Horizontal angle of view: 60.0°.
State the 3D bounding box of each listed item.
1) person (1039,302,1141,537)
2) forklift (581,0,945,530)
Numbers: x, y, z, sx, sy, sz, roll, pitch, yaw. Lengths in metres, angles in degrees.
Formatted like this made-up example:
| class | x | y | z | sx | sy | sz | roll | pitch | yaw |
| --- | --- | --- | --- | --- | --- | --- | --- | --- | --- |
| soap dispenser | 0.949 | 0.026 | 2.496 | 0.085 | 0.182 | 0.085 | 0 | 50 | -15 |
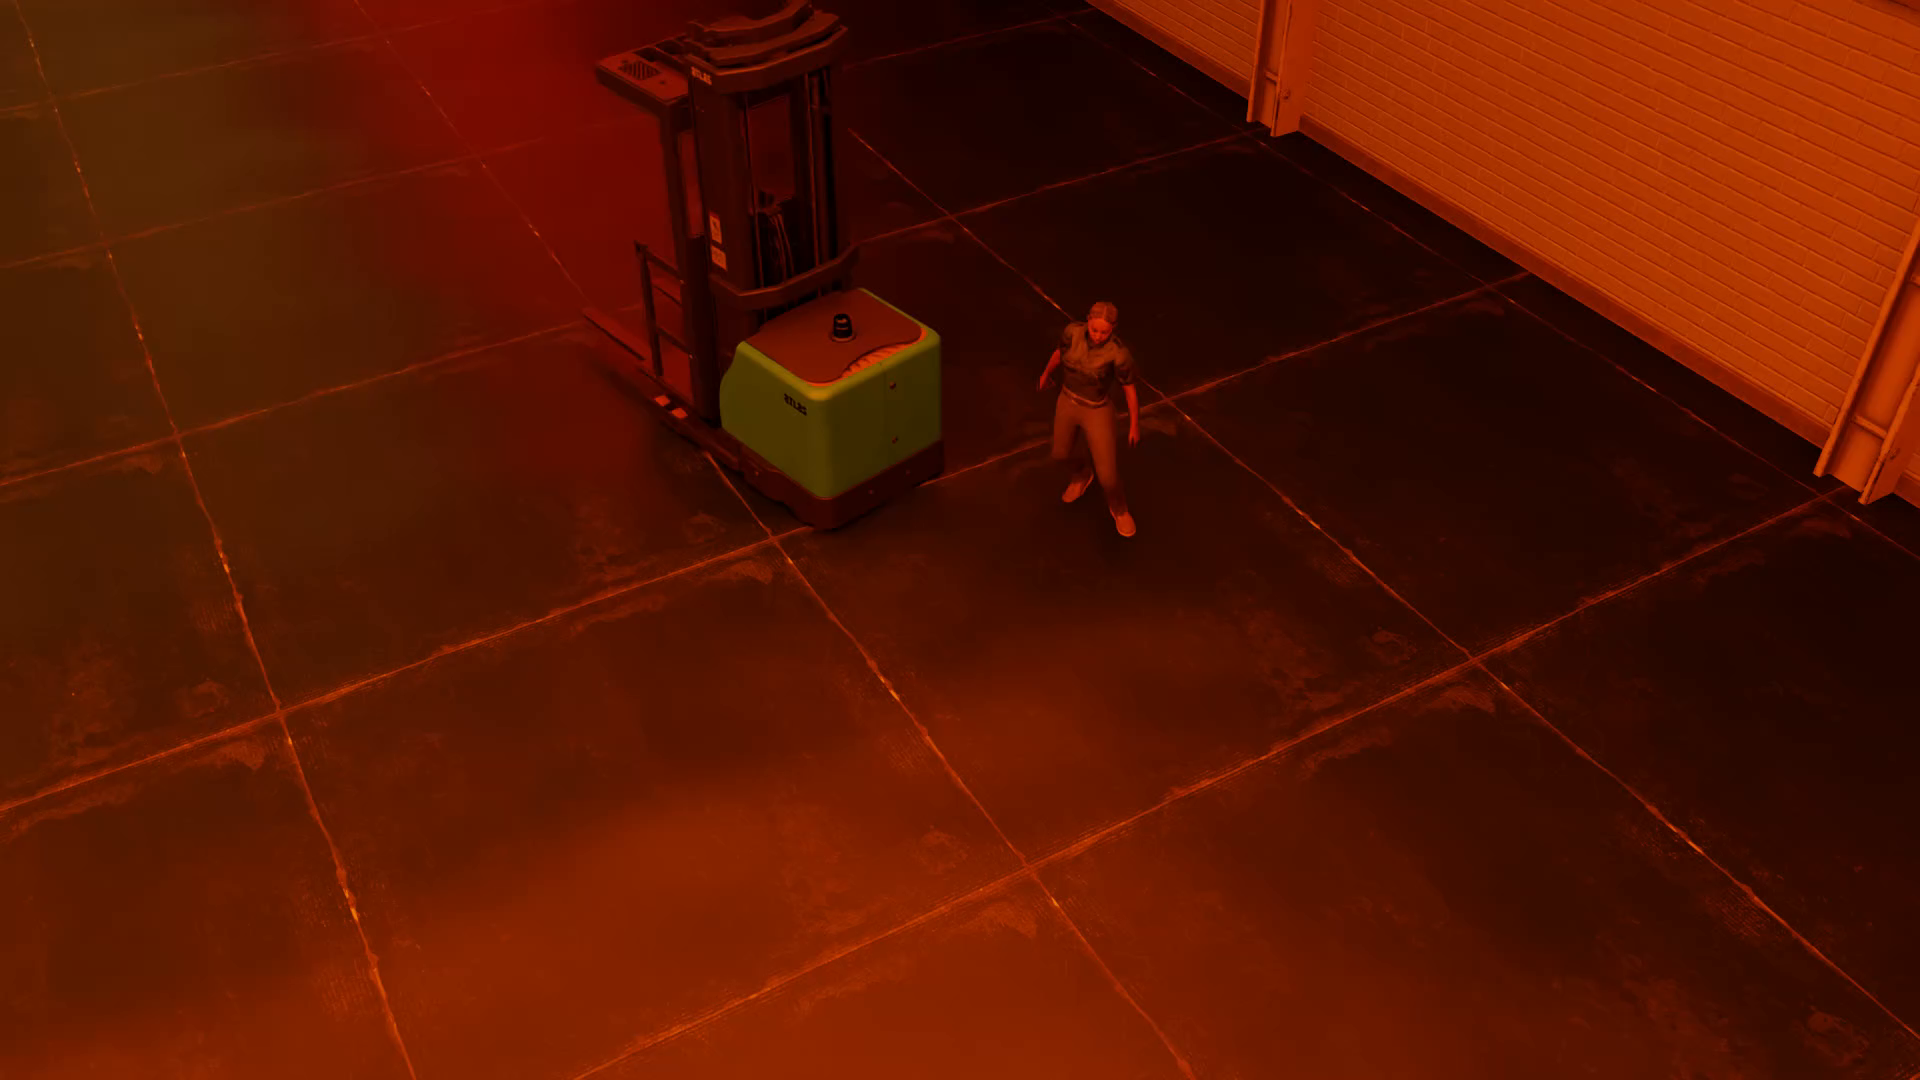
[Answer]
| class | x | y | z | sx | sy | sz | roll | pitch | yaw |
| --- | --- | --- | --- | --- | --- | --- | --- | --- | --- |
| person | 0.808 | -0.805 | 10.120 | 0.818 | 1.610 | 0.460 | 28 | 47 | 29 |
| forklift | -1.466 | -2.047 | 10.504 | 1.130 | 2.935 | 3.031 | -30 | 48 | -31 |
